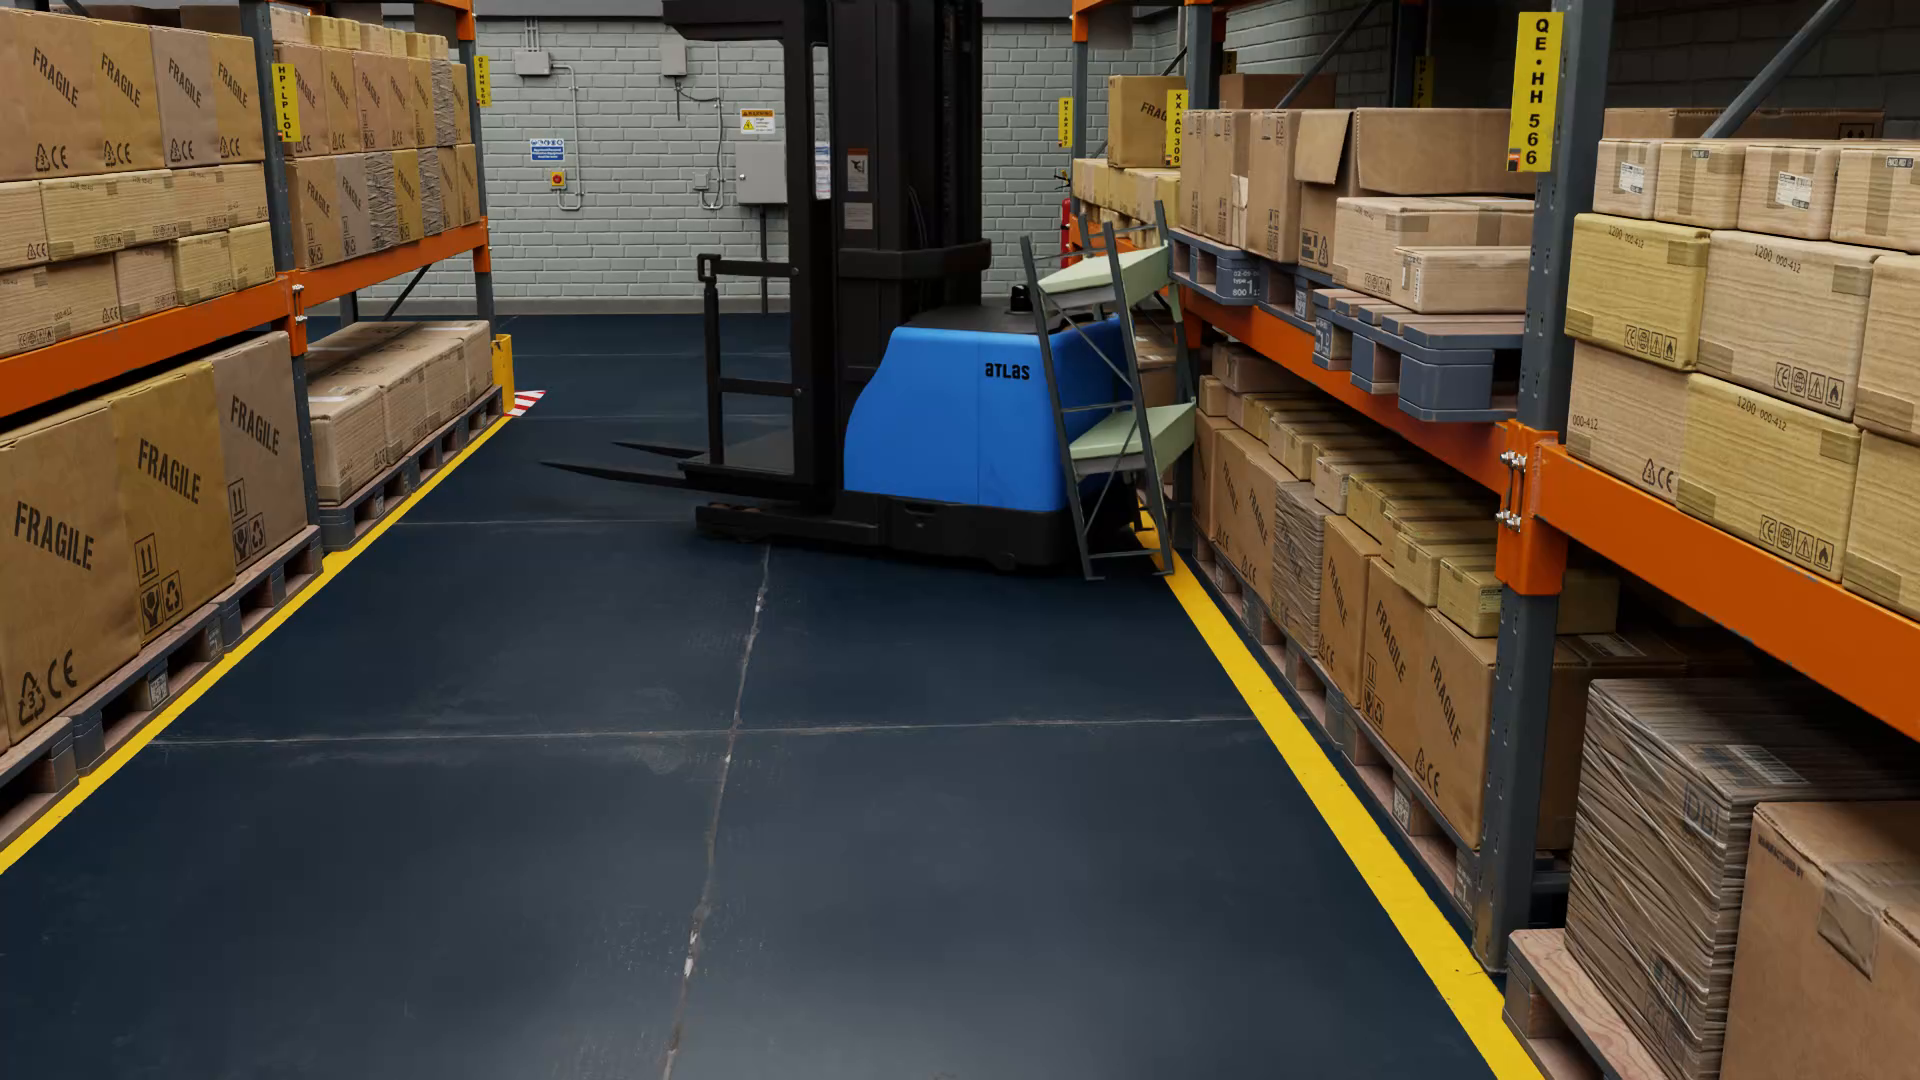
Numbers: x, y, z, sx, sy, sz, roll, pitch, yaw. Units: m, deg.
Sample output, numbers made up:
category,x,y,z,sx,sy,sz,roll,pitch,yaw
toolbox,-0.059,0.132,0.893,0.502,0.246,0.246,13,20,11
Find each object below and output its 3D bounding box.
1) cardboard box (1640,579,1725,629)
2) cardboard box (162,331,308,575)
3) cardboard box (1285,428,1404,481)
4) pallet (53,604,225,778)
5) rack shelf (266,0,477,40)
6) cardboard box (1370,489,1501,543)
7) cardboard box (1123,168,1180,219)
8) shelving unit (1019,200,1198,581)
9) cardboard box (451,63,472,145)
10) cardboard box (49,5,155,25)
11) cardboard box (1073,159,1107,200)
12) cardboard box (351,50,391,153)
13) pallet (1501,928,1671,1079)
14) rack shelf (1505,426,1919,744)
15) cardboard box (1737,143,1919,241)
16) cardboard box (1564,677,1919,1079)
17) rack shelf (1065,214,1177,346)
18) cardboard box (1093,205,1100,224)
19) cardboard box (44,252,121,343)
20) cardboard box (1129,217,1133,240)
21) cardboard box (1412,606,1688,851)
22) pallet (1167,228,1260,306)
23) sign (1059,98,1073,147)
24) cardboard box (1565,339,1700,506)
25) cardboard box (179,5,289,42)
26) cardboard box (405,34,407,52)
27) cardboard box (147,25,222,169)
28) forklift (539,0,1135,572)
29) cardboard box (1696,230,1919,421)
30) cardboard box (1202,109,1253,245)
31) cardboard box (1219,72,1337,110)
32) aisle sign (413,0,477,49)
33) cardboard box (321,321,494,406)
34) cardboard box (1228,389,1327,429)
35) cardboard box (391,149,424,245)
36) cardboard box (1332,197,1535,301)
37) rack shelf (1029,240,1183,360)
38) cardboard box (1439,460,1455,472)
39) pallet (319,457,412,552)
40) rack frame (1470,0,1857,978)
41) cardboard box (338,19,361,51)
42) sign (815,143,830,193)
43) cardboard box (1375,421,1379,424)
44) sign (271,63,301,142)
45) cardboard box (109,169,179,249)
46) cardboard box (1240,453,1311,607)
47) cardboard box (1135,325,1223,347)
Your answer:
category,x,y,z,sx,sy,sz,roll,pitch,yaw
cardboard box,2.036,0.127,4.386,0.380,0.149,0.250,0,14,-1
cardboard box,-3.326,-0.370,6.868,0.875,0.875,0.875,0,14,-2
cardboard box,1.410,-0.316,6.108,0.380,0.149,0.250,0,14,-1
pallet,-3.242,0.496,5.674,1.003,0.211,1.213,-1,14,-3
rack shelf,-3.568,-2.951,8.899,1.077,0.370,4.000,-1,14,-3
cardboard box,1.483,-0.058,5.102,0.380,0.149,0.250,0,14,-2
cardboard box,1.171,-1.869,8.977,0.500,0.250,0.500,-1,14,-4
shelving unit,0.720,-0.664,7.290,0.431,1.500,0.755,-5,15,25
cardboard box,-3.424,-2.760,10.527,0.500,0.500,0.500,0,14,-2
cardboard box,-3.781,-2.267,7.310,0.380,0.149,0.250,-1,14,-5
cardboard box,1.021,-2.376,10.944,0.500,0.250,0.500,-1,14,-3
cardboard box,-3.277,-2.257,8.572,0.500,0.500,0.500,-1,14,-2
pallet,1.770,1.124,3.234,1.003,0.211,1.213,-1,14,-3
rack shelf,1.882,0.414,1.841,1.077,0.370,4.000,-1,14,-3
cardboard box,1.543,-0.581,2.761,0.380,0.149,0.250,0,14,-2
cardboard box,1.783,0.670,3.325,0.875,0.625,0.625,0,14,-2
rack shelf,1.386,-1.576,9.574,1.077,0.370,4.000,-1,14,-3
cardboard box,1.071,-2.151,10.872,0.380,0.149,0.250,-1,14,-2
cardboard box,-3.086,-0.788,5.370,0.500,0.250,0.500,-1,14,-3
cardboard box,1.160,-1.764,9.368,0.380,0.149,0.250,-1,14,-4
cardboard box,1.517,0.474,4.340,0.500,0.500,0.500,0,14,-2
pallet,1.450,-1.133,6.796,1.003,0.211,1.213,-1,14,-3
sign,0.720,-2.832,11.277,0.100,0.325,0.005,-1,14,-3
cardboard box,1.541,-0.245,3.260,0.500,0.250,0.500,-1,14,-3
cardboard box,-3.205,-2.278,7.353,0.380,0.149,0.250,-1,14,-4
cardboard box,-3.410,-2.849,9.572,0.380,0.149,0.250,-1,14,-4
cardboard box,-3.126,-1.646,6.196,0.500,0.500,0.500,-1,14,-2
forklift,-0.707,-1.515,8.032,3.031,2.935,1.130,7,16,26
cardboard box,1.571,-0.363,2.714,0.500,0.250,0.500,0,14,-2
cardboard box,1.349,-1.426,6.505,0.700,0.500,0.500,-1,14,-3
cardboard box,1.683,-2.236,8.895,0.500,0.500,0.500,-1,14,-5
aisle sign,-3.387,-3.626,10.880,0.394,0.787,0.004,-1,14,-3
cardboard box,-3.551,-1.144,10.751,0.875,0.438,0.875,-1,14,-5
cardboard box,1.361,-0.573,7.104,0.380,0.149,0.250,-1,14,-5
cardboard box,-3.295,-1.895,9.172,0.500,0.500,0.500,0,14,-2
cardboard box,1.369,-0.820,4.652,0.500,0.250,0.500,-2,15,-6
rack shelf,0.642,-1.035,7.199,0.431,0.370,0.720,-5,15,25
cardboard box,1.929,-0.262,5.896,0.380,0.149,0.250,-1,15,-6
pallet,-3.413,-0.189,8.337,1.003,0.211,1.213,-1,14,-3
rack frame,1.758,-0.432,3.685,1.000,3.000,0.127,-1,14,-3
cardboard box,-3.236,-2.534,8.346,0.380,0.149,0.250,-1,14,-5
sign,-1.479,-3.755,16.792,0.329,0.494,0.001,-1,14,-3
cardboard box,1.866,-0.521,6.903,0.380,0.149,0.250,-1,14,-3
sign,-2.903,-1.882,7.157,0.100,0.325,0.005,-1,14,-3
cardboard box,-3.098,-1.160,5.812,0.500,0.250,0.500,-1,14,-2
cardboard box,1.385,-0.039,6.332,0.500,0.500,0.500,-1,14,-5
cardboard box,1.219,-1.047,10.251,0.700,0.500,0.500,0,14,-1
